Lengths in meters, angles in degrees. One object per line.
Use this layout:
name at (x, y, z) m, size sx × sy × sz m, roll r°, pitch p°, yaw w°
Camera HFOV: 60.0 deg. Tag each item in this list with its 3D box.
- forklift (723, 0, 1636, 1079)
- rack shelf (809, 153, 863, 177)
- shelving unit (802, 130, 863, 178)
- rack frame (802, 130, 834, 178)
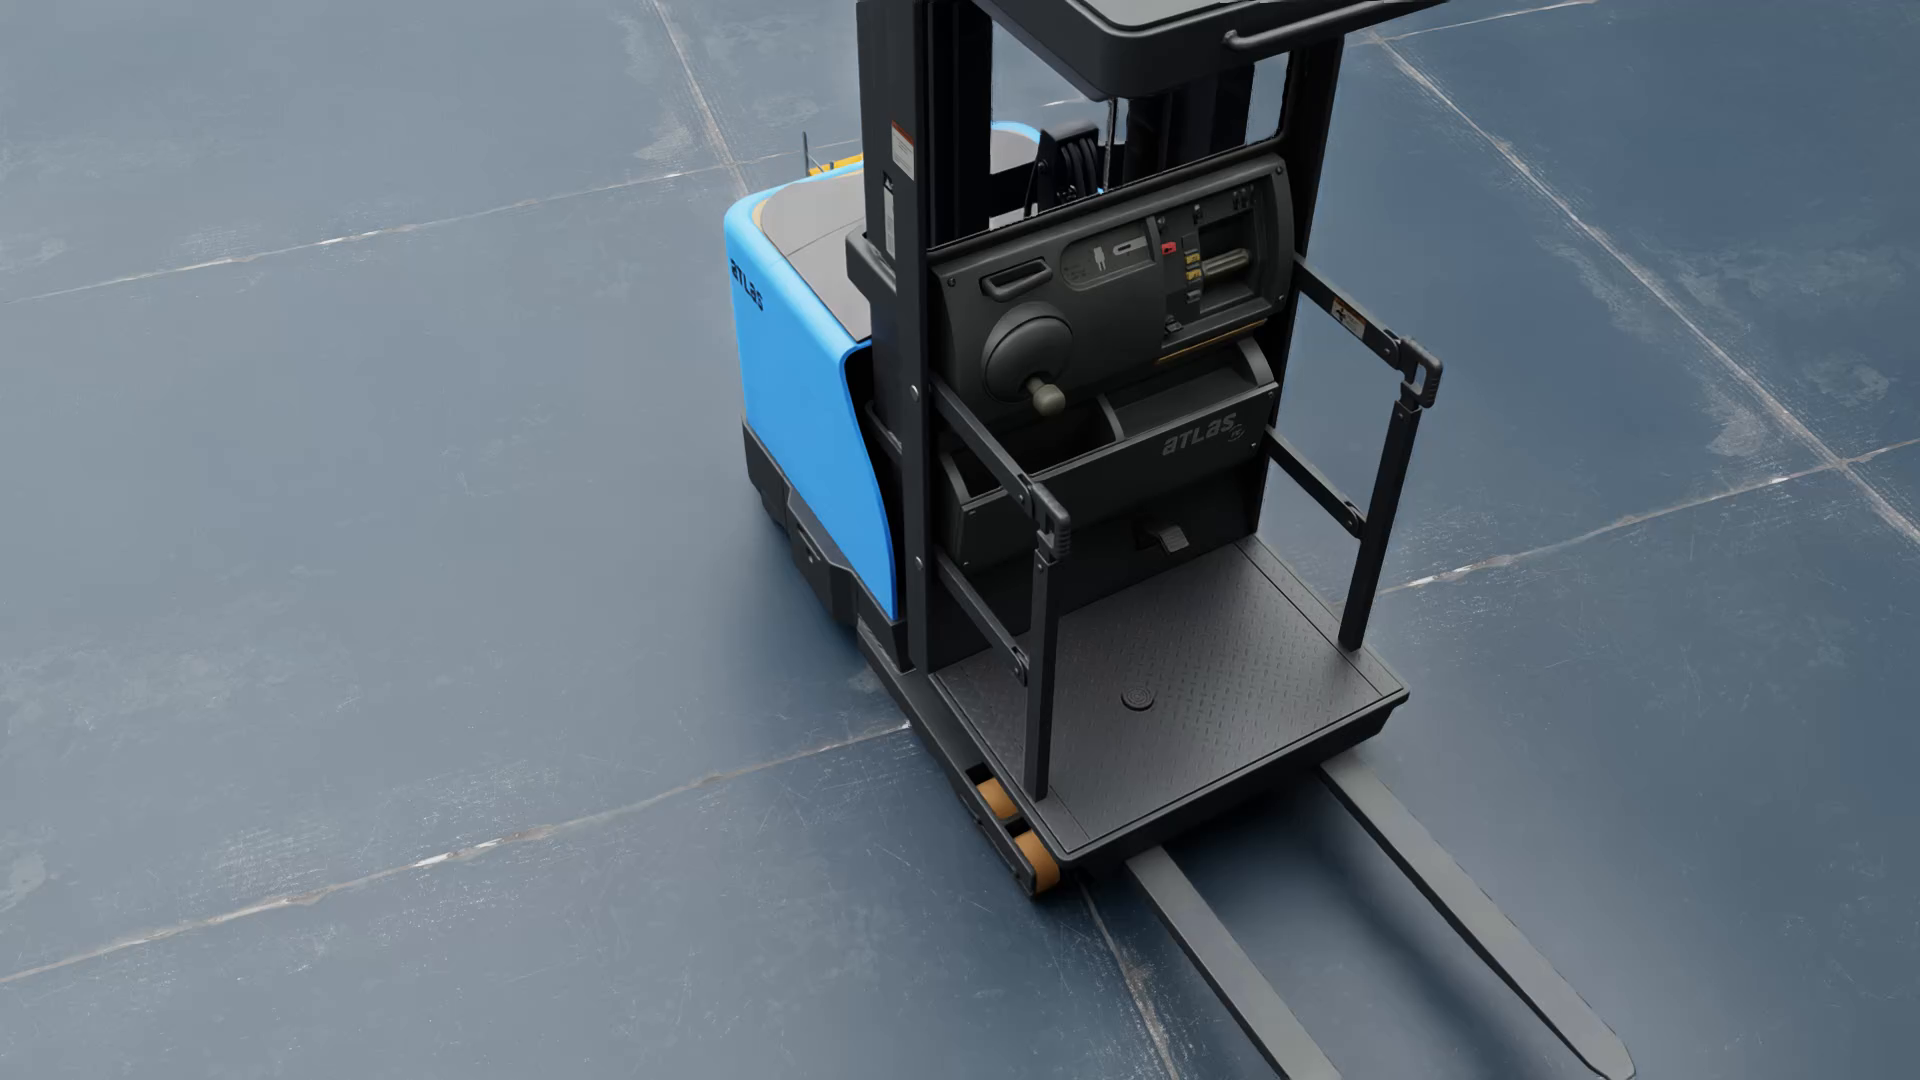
forklift at (0.483, -0.492, 3.671) m, size 1.130 × 2.935 × 3.031 m, roll -22°, pitch 49°, yaw -21°
rack shelf at (-0.317, -1.034, 5.153) m, size 0.240 × 0.259 × 0.215 m, roll -22°, pitch 49°, yaw -21°
shelving unit at (-0.317, -0.841, 5.347) m, size 0.252 × 1.050 × 0.215 m, roll -22°, pitch 49°, yaw -21°
rack frame at (-0.422, -0.798, 5.304) m, size 0.008 × 1.050 × 0.200 m, roll -22°, pitch 49°, yaw -21°
